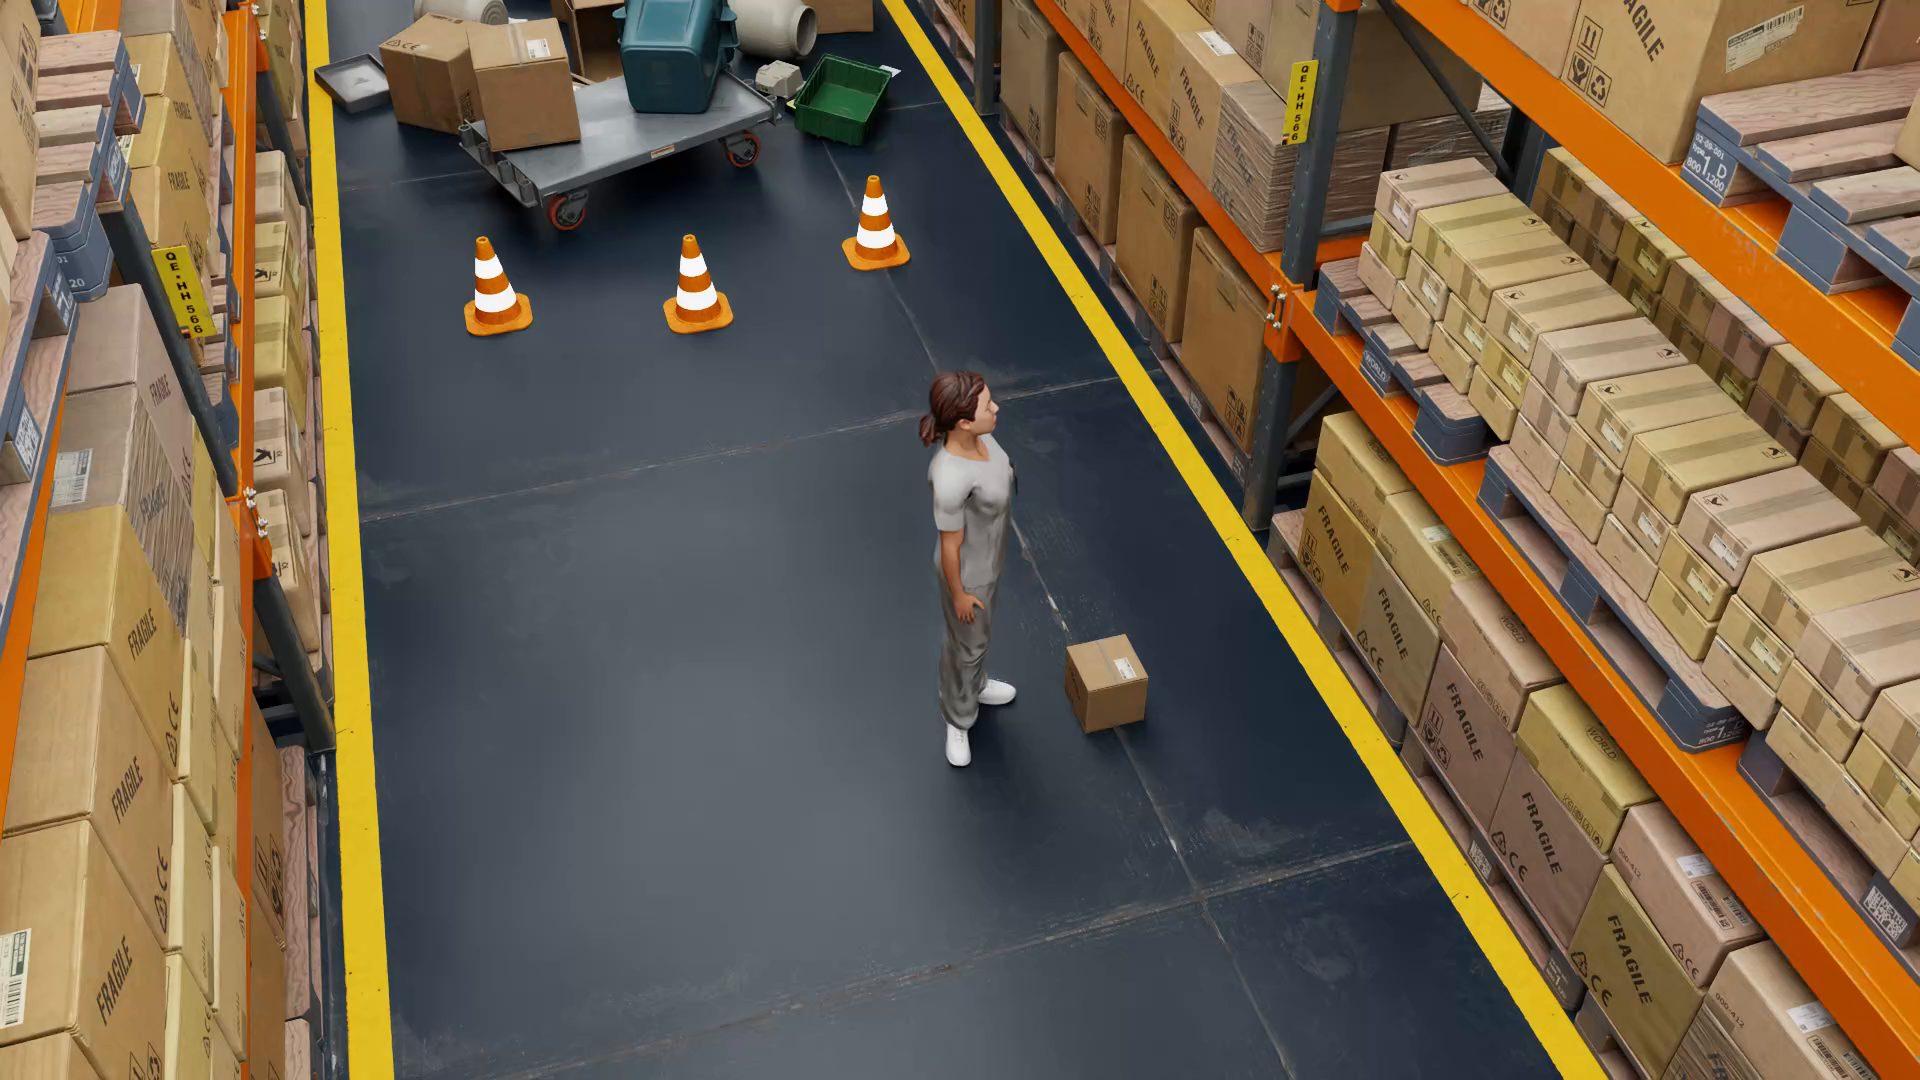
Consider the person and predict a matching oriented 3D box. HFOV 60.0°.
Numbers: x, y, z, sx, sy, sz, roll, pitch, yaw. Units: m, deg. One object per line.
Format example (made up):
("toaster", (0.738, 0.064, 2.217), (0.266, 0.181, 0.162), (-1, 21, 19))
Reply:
("person", (0.024, 0.086, 6.058), (0.361, 1.682, 0.553), (7, 43, 7))
